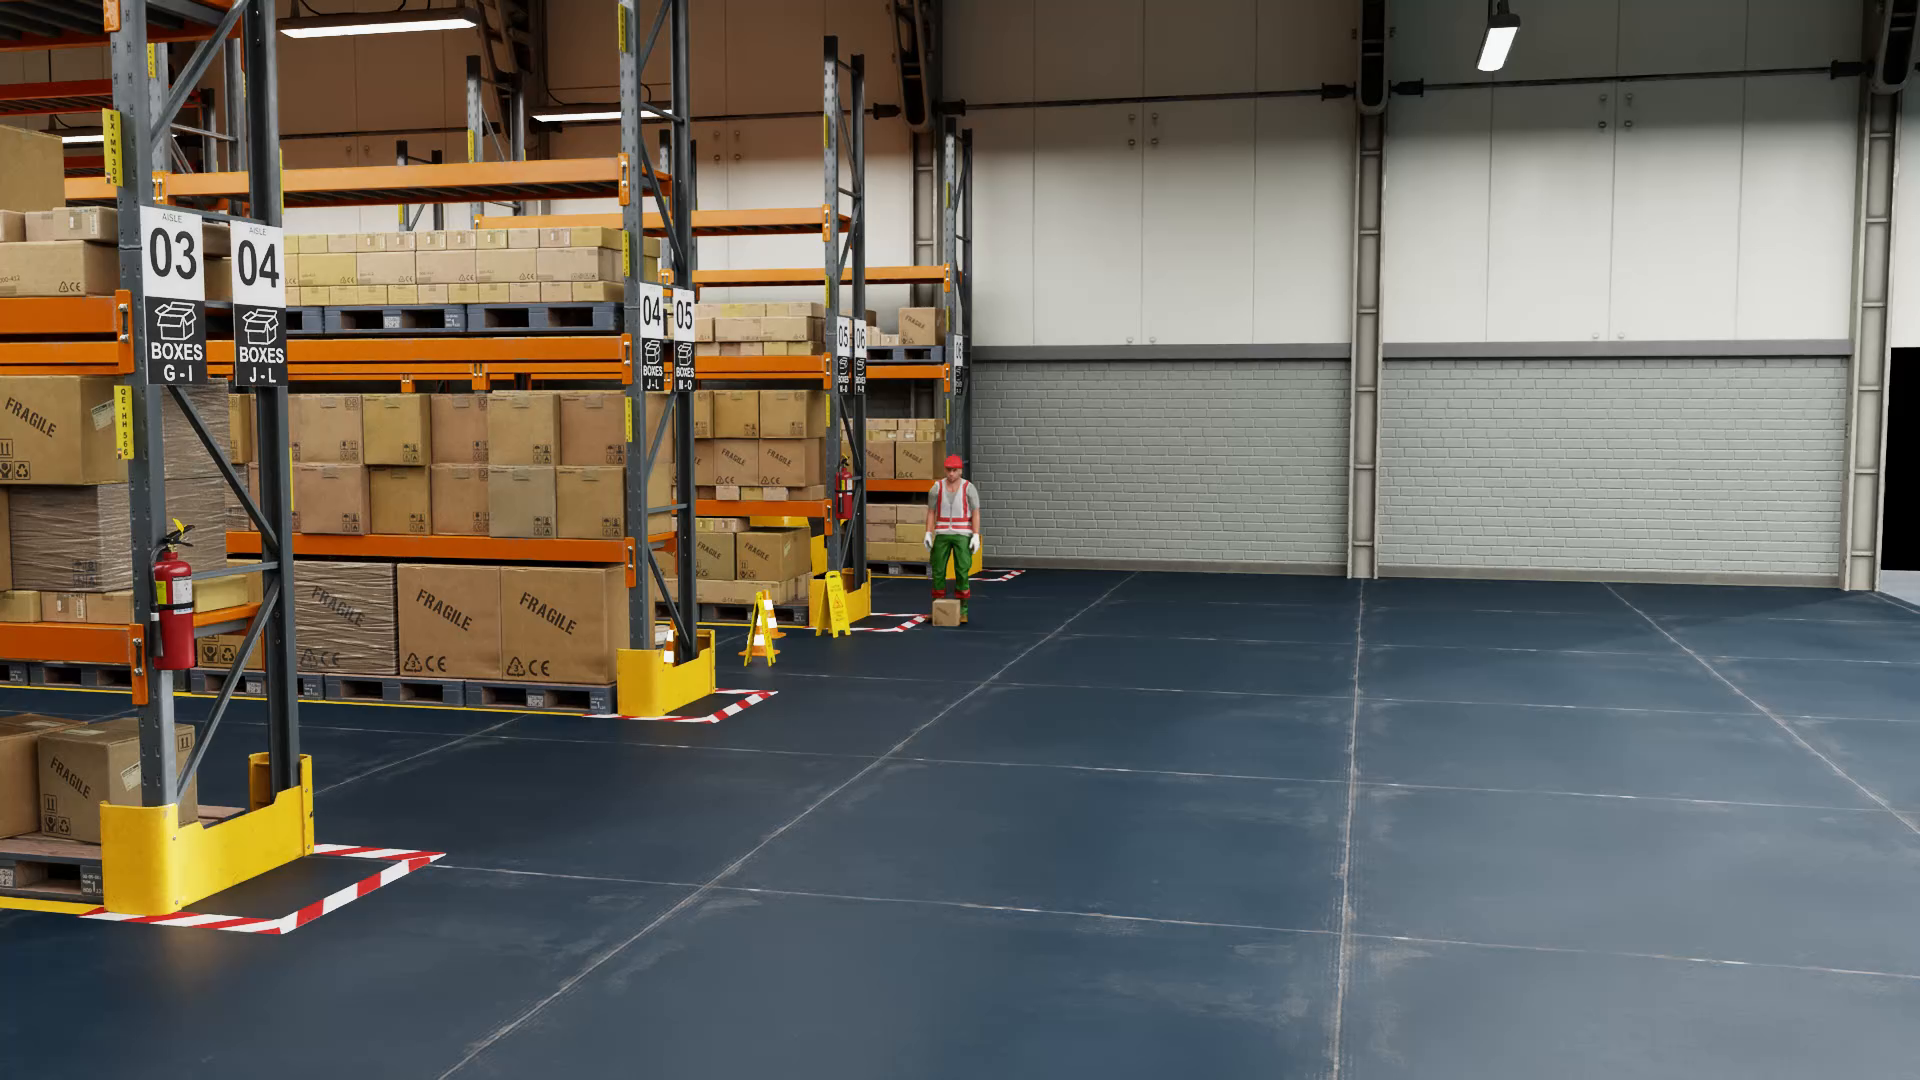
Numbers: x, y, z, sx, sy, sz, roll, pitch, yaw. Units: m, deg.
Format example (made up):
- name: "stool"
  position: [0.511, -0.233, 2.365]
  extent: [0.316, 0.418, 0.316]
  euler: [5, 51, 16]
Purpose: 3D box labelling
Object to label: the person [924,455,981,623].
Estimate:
- name: "person"
  position: [-0.085, -0.015, 17.564]
  extent: [0.609, 1.777, 0.453]
  euler: [1, 5, 11]
